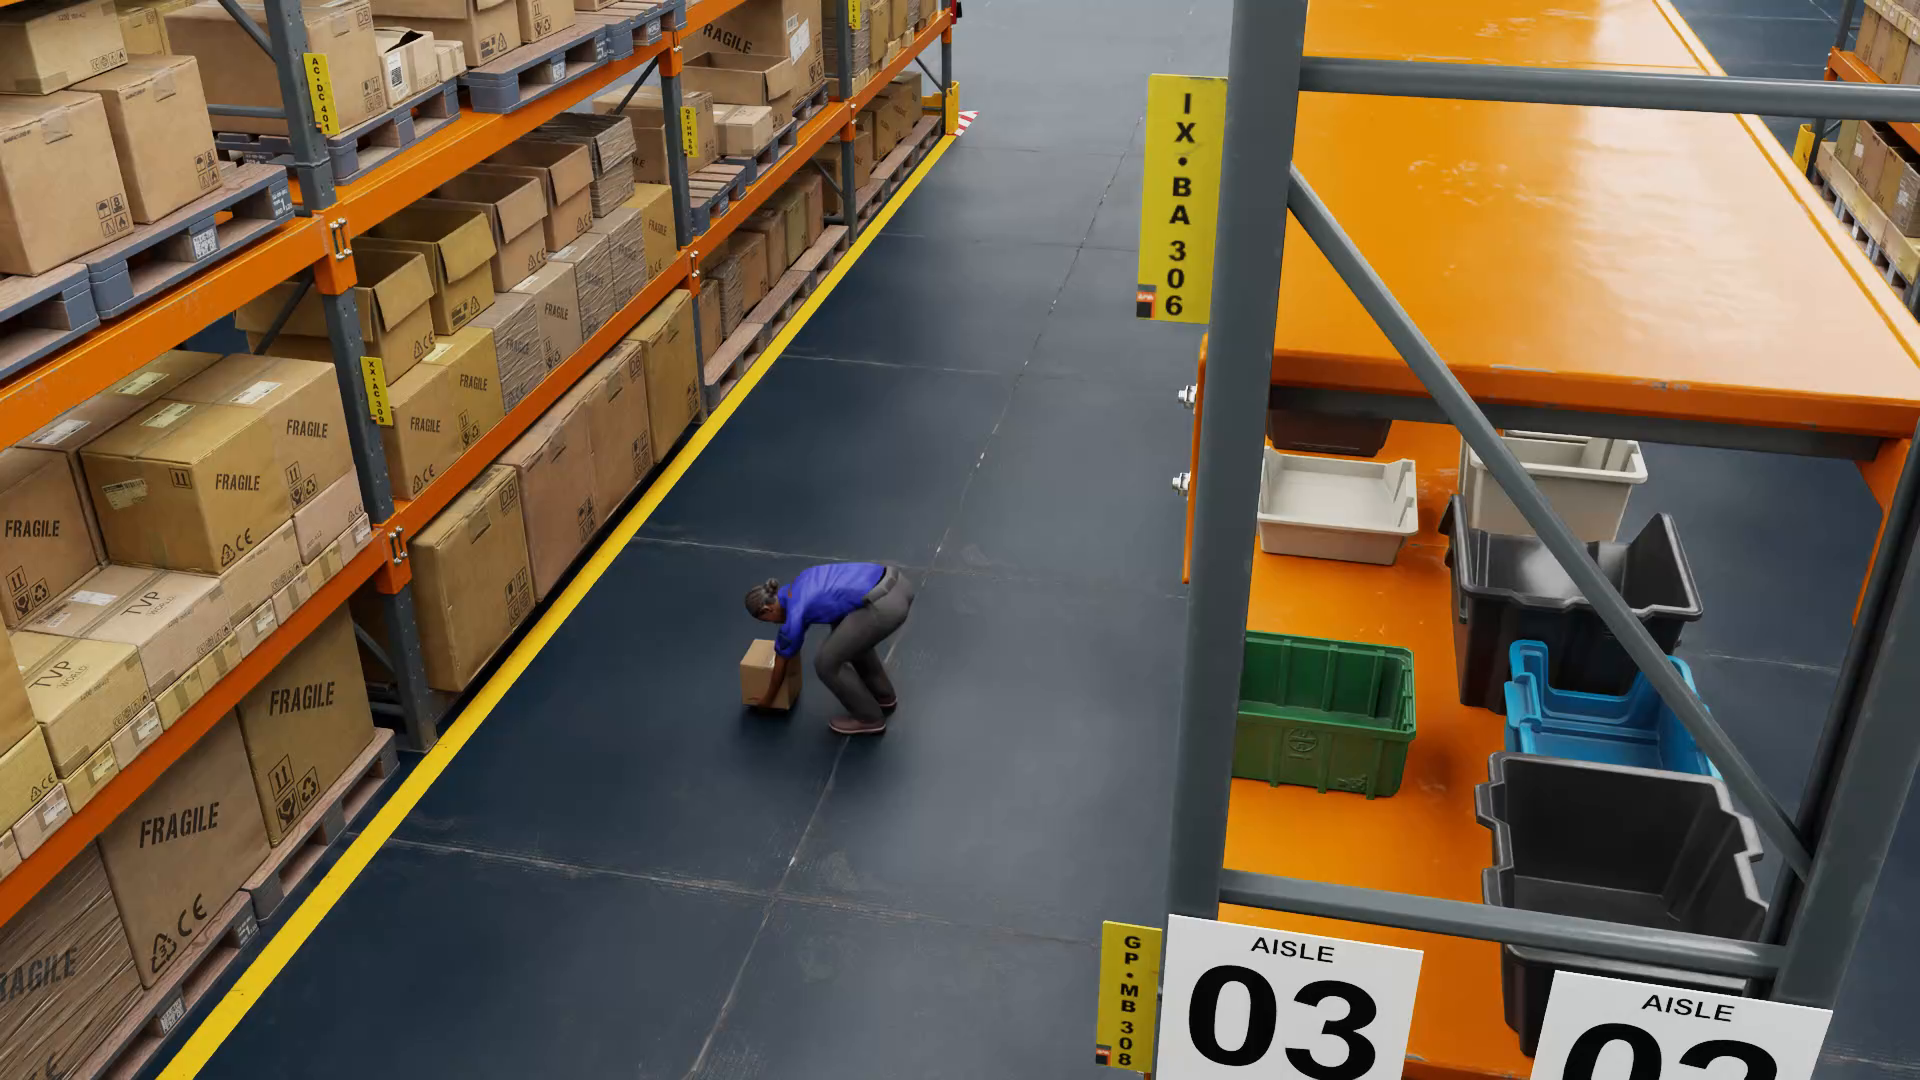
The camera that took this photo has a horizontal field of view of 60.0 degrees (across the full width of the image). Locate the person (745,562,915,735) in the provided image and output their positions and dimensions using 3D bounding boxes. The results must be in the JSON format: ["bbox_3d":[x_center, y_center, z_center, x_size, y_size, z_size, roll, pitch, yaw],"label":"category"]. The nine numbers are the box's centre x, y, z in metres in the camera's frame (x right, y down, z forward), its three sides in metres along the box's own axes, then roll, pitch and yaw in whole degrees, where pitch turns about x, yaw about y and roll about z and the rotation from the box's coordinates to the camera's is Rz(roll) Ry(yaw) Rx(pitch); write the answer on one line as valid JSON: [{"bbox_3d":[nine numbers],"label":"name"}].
[{"bbox_3d":[-0.667,0.523,8.481,0.866,0.877,0.462,5,29,8],"label":"person"}]
